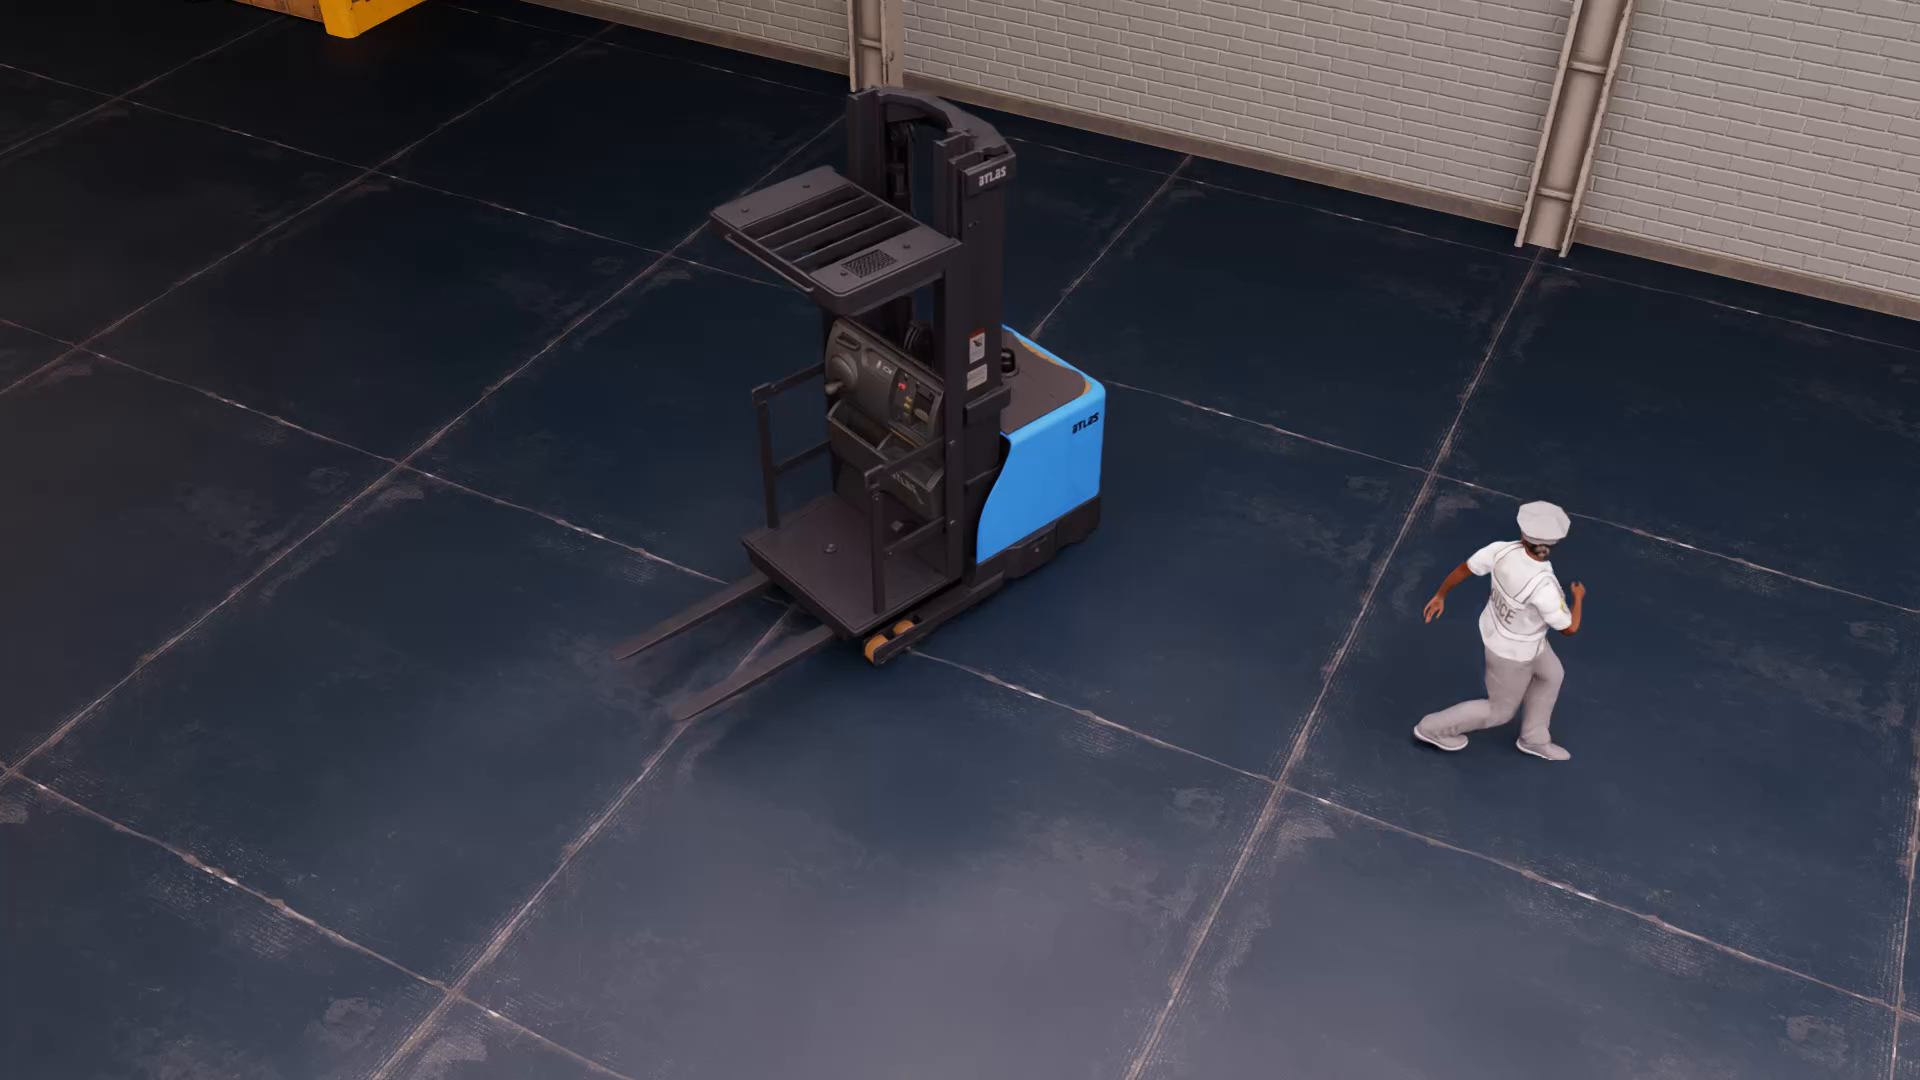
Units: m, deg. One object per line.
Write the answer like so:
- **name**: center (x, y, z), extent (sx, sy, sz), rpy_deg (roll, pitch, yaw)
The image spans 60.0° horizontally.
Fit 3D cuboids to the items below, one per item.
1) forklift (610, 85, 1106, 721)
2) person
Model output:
- **forklift**: center (-0.573, -0.799, 8.936), extent (3.031, 2.935, 1.130), rpy_deg (-29, 48, -30)
- **person**: center (2.831, 0.505, 8.470), extent (0.888, 1.596, 0.470), rpy_deg (3, 40, 4)
